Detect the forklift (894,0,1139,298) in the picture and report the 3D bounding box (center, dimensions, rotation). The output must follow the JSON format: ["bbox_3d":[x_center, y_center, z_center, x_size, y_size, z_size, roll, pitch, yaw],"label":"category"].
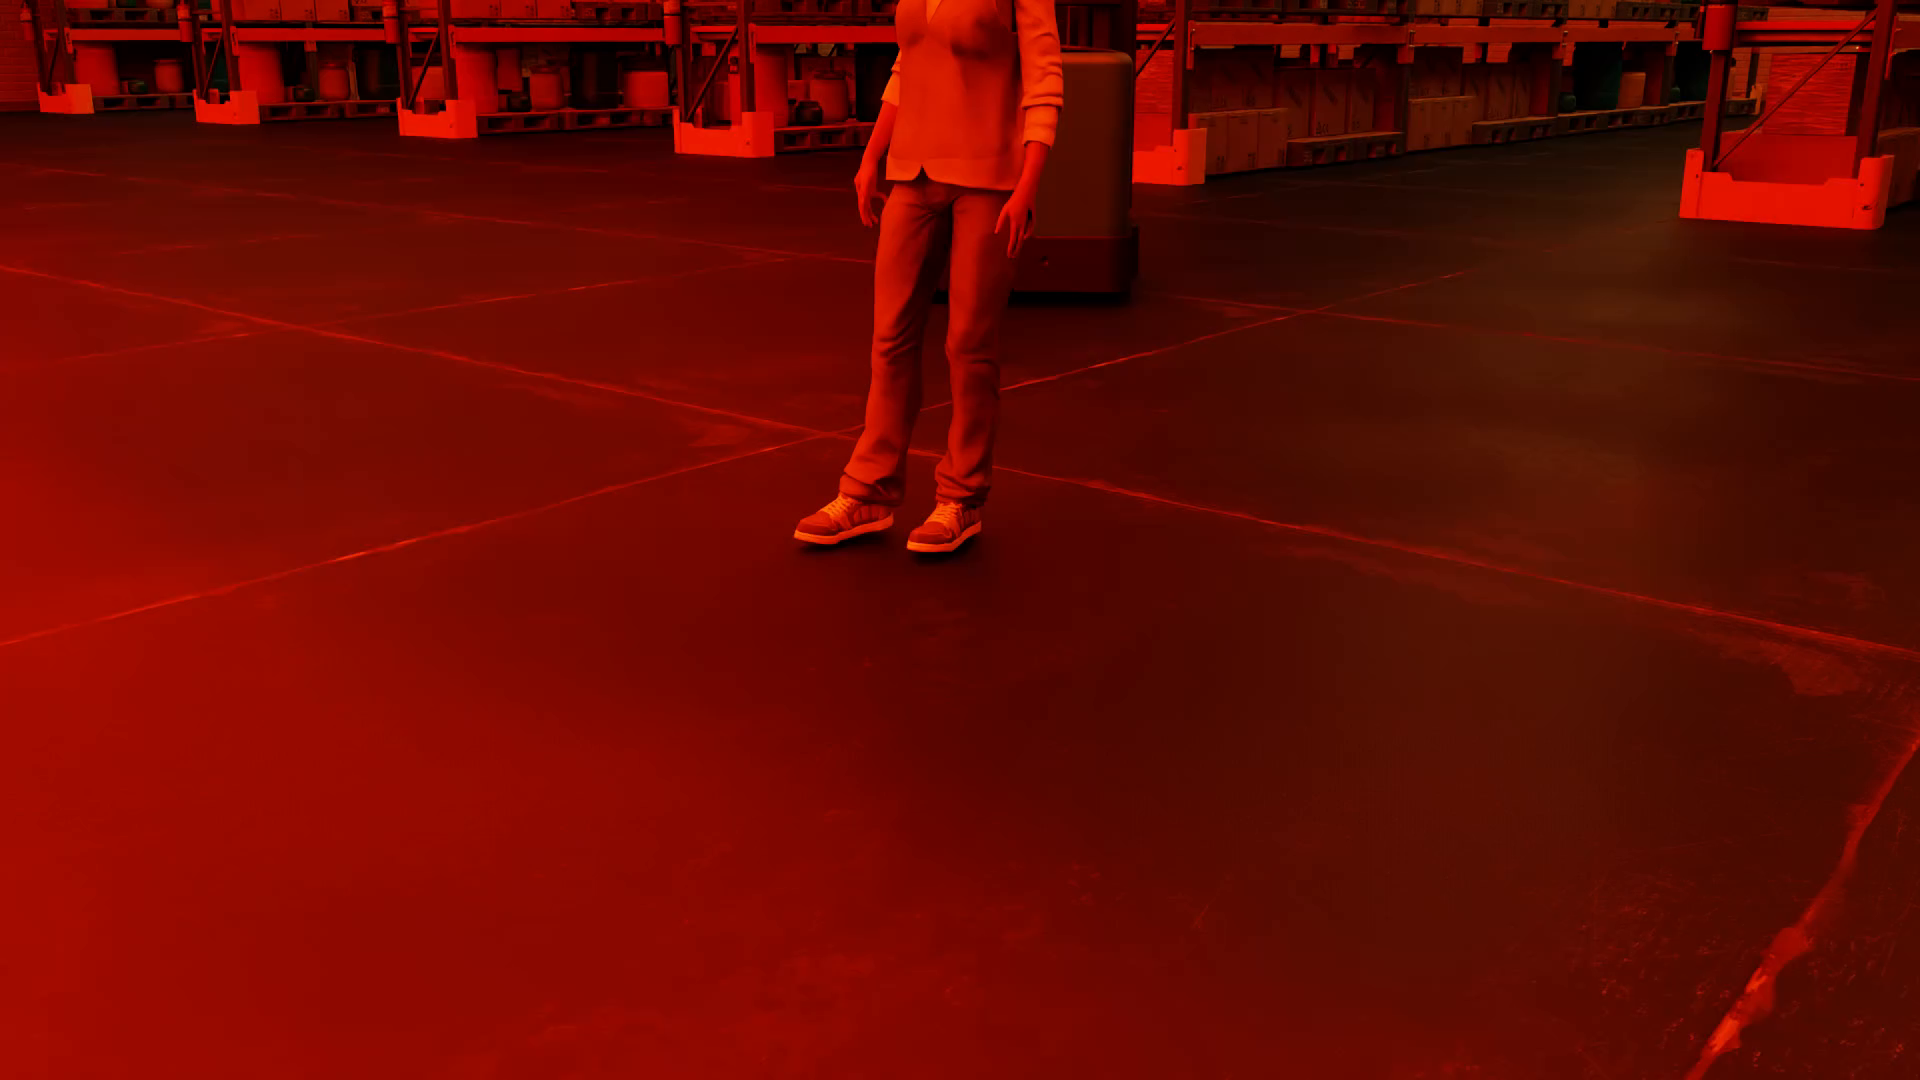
[{"bbox_3d":[0.344,-2.858,8.309,1.130,2.935,3.031,1,17,5],"label":"forklift"}]

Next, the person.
[{"bbox_3d":[-0.058,-0.757,3.662,0.520,1.597,0.475,13,21,37],"label":"person"}]
